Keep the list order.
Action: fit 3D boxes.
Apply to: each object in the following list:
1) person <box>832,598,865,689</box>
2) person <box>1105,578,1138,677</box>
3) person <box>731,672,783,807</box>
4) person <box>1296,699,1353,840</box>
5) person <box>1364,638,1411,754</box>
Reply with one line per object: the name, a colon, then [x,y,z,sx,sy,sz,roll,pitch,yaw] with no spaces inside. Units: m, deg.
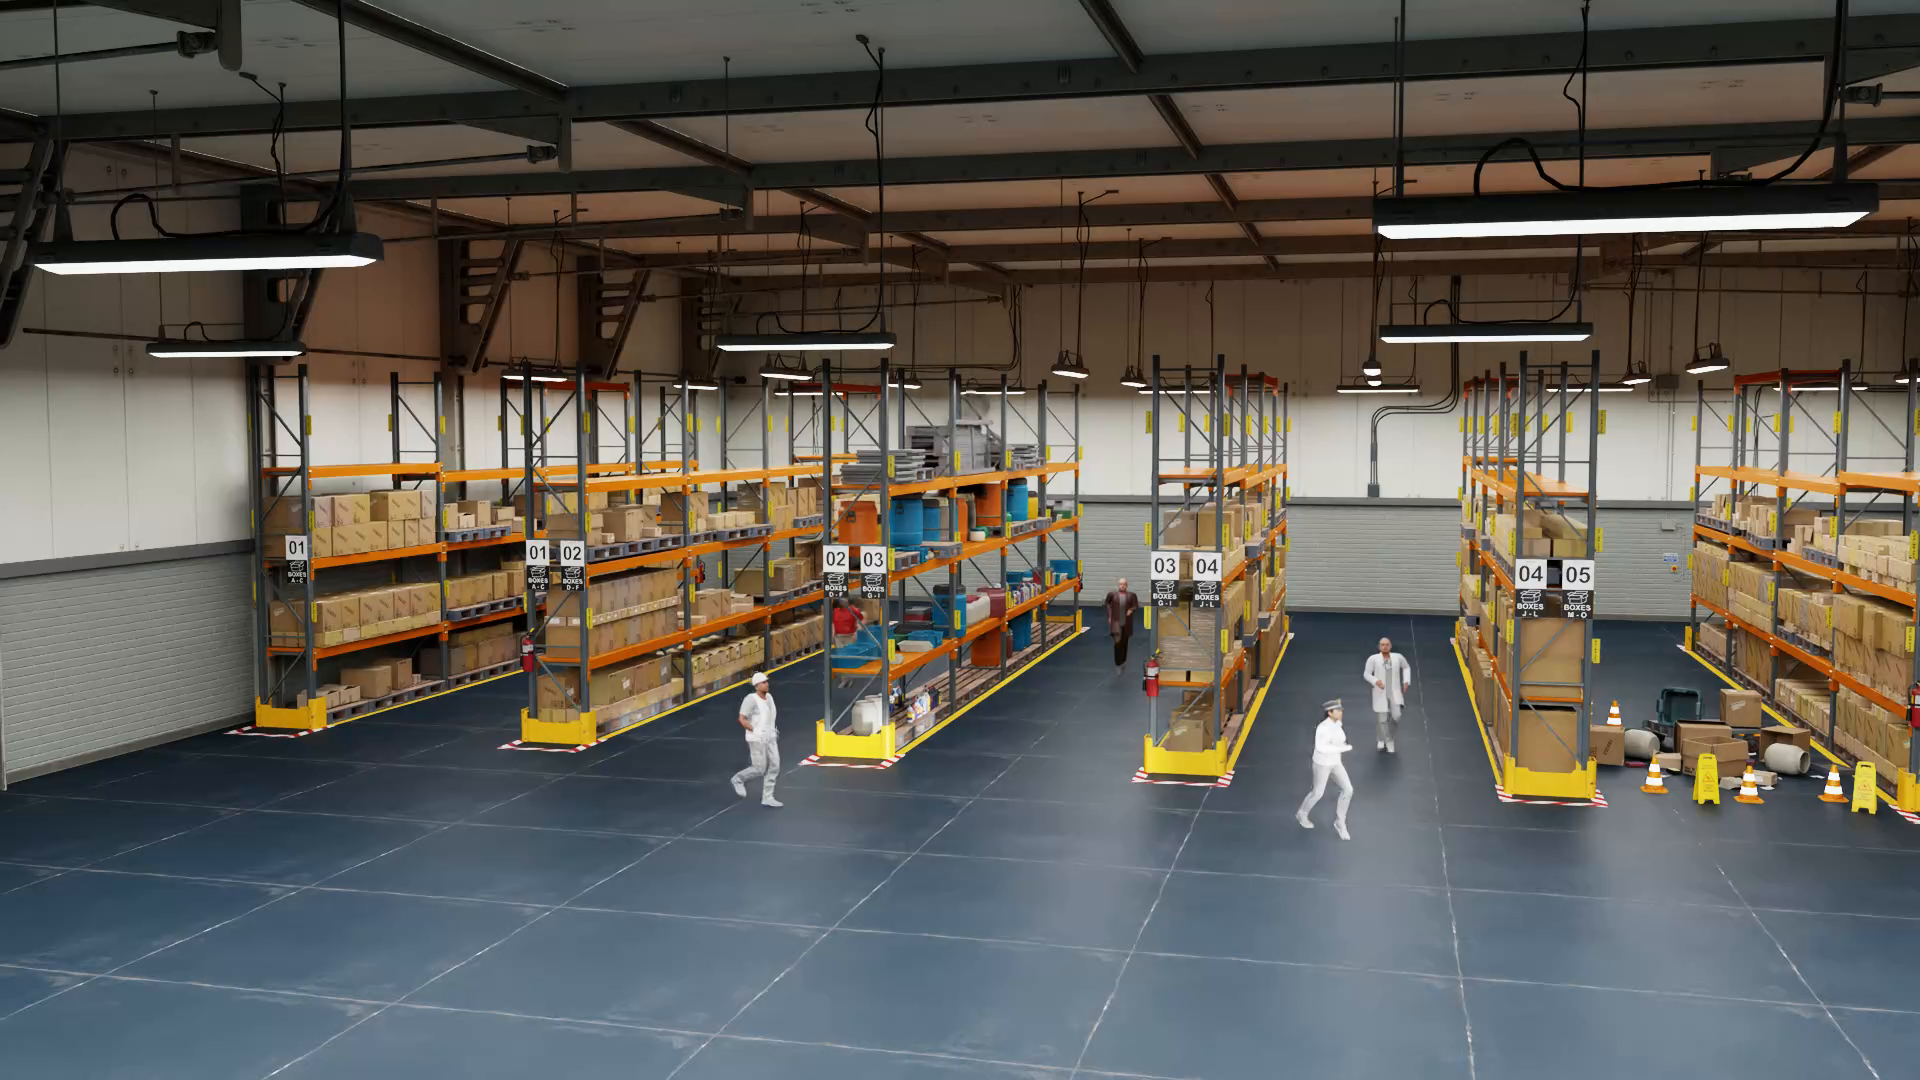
person: [-2.070,1.820,29.851,0.643,1.717,0.503,1,4,19]
person: [3.101,1.666,31.918,0.597,1.877,0.885,0,4,-2]
person: [-2.668,2.622,21.924,0.766,1.759,0.686,2,5,31]
person: [4.456,2.770,20.302,0.638,1.721,0.826,-4,5,-42]
person: [6.539,2.383,25.444,0.719,1.770,0.741,1,4,8]
